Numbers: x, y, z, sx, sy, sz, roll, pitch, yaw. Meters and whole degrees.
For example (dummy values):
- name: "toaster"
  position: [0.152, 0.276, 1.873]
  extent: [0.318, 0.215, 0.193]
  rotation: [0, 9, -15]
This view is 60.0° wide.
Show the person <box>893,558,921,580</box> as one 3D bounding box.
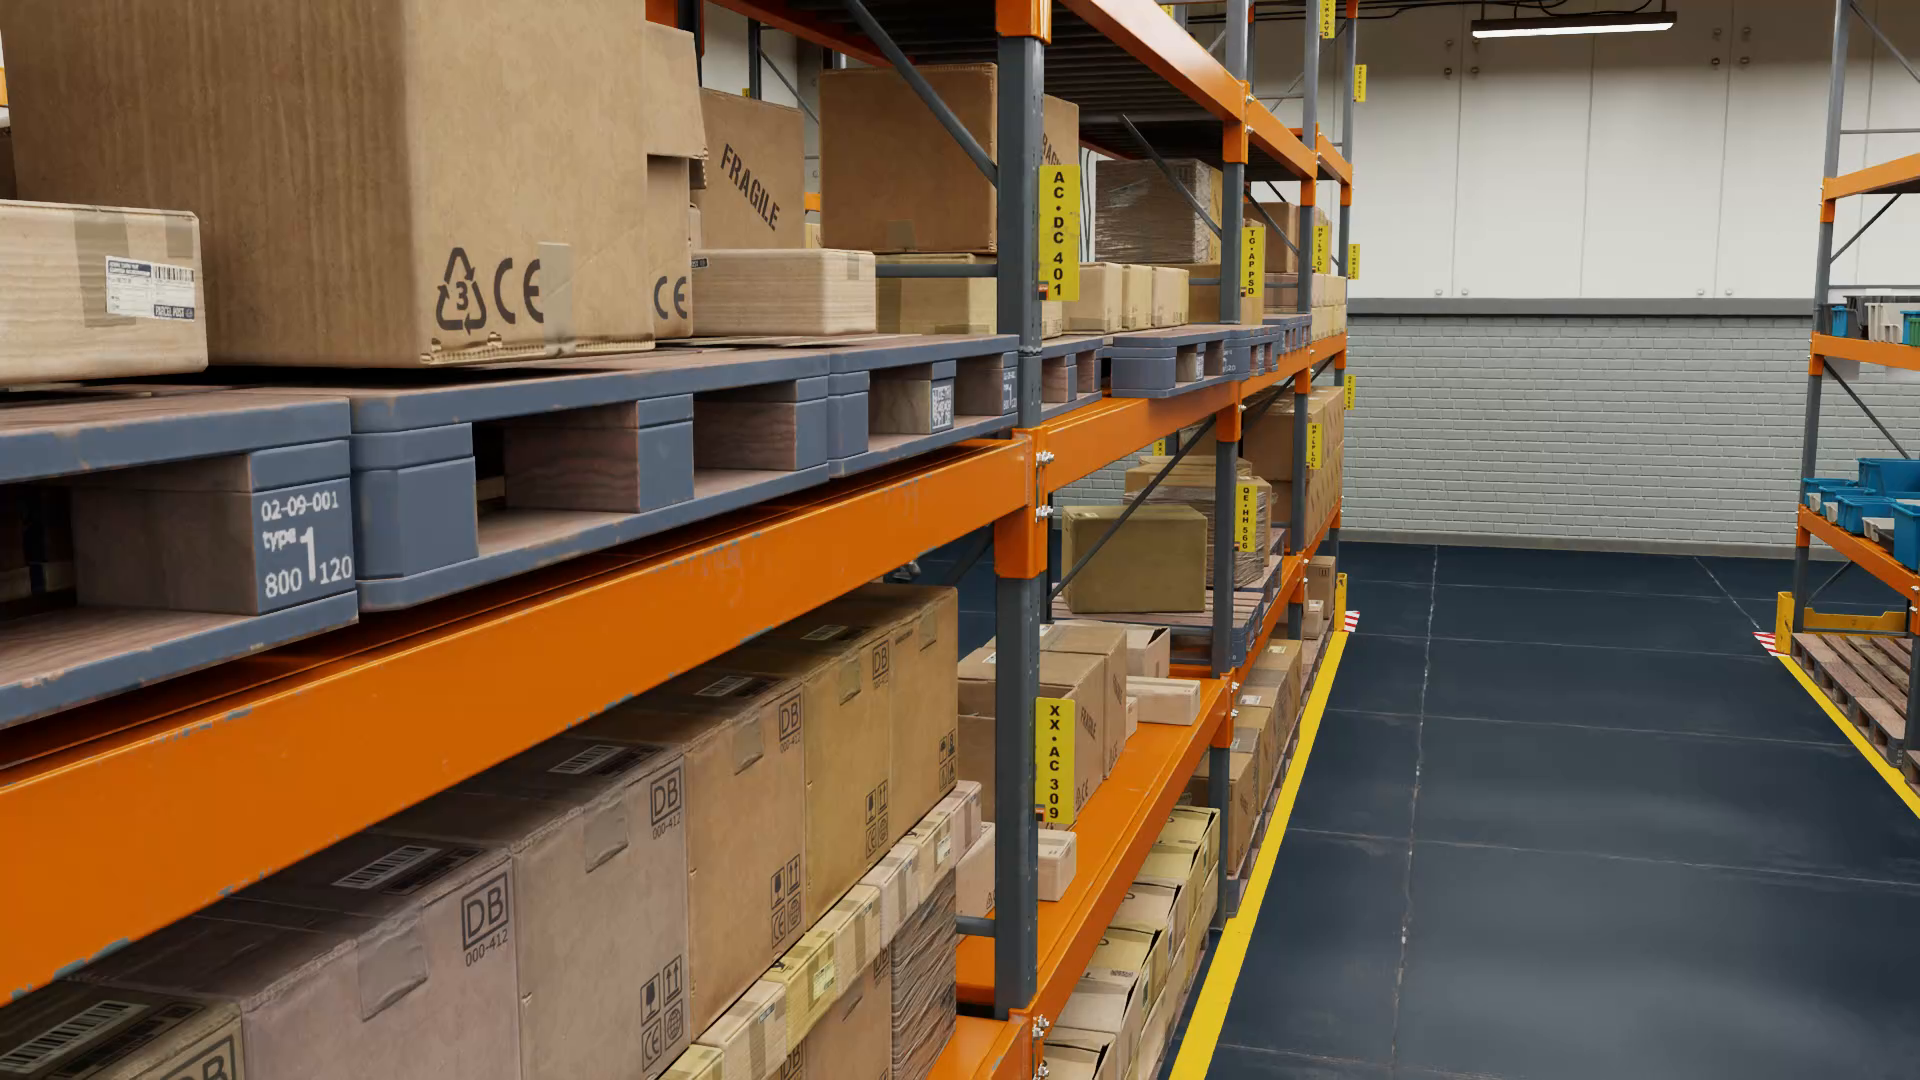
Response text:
- name: "person"
  position: [-0.650, -0.372, 18.238]
  extent: [0.542, 1.668, 0.504]
  rotation: [-4, 9, -23]
